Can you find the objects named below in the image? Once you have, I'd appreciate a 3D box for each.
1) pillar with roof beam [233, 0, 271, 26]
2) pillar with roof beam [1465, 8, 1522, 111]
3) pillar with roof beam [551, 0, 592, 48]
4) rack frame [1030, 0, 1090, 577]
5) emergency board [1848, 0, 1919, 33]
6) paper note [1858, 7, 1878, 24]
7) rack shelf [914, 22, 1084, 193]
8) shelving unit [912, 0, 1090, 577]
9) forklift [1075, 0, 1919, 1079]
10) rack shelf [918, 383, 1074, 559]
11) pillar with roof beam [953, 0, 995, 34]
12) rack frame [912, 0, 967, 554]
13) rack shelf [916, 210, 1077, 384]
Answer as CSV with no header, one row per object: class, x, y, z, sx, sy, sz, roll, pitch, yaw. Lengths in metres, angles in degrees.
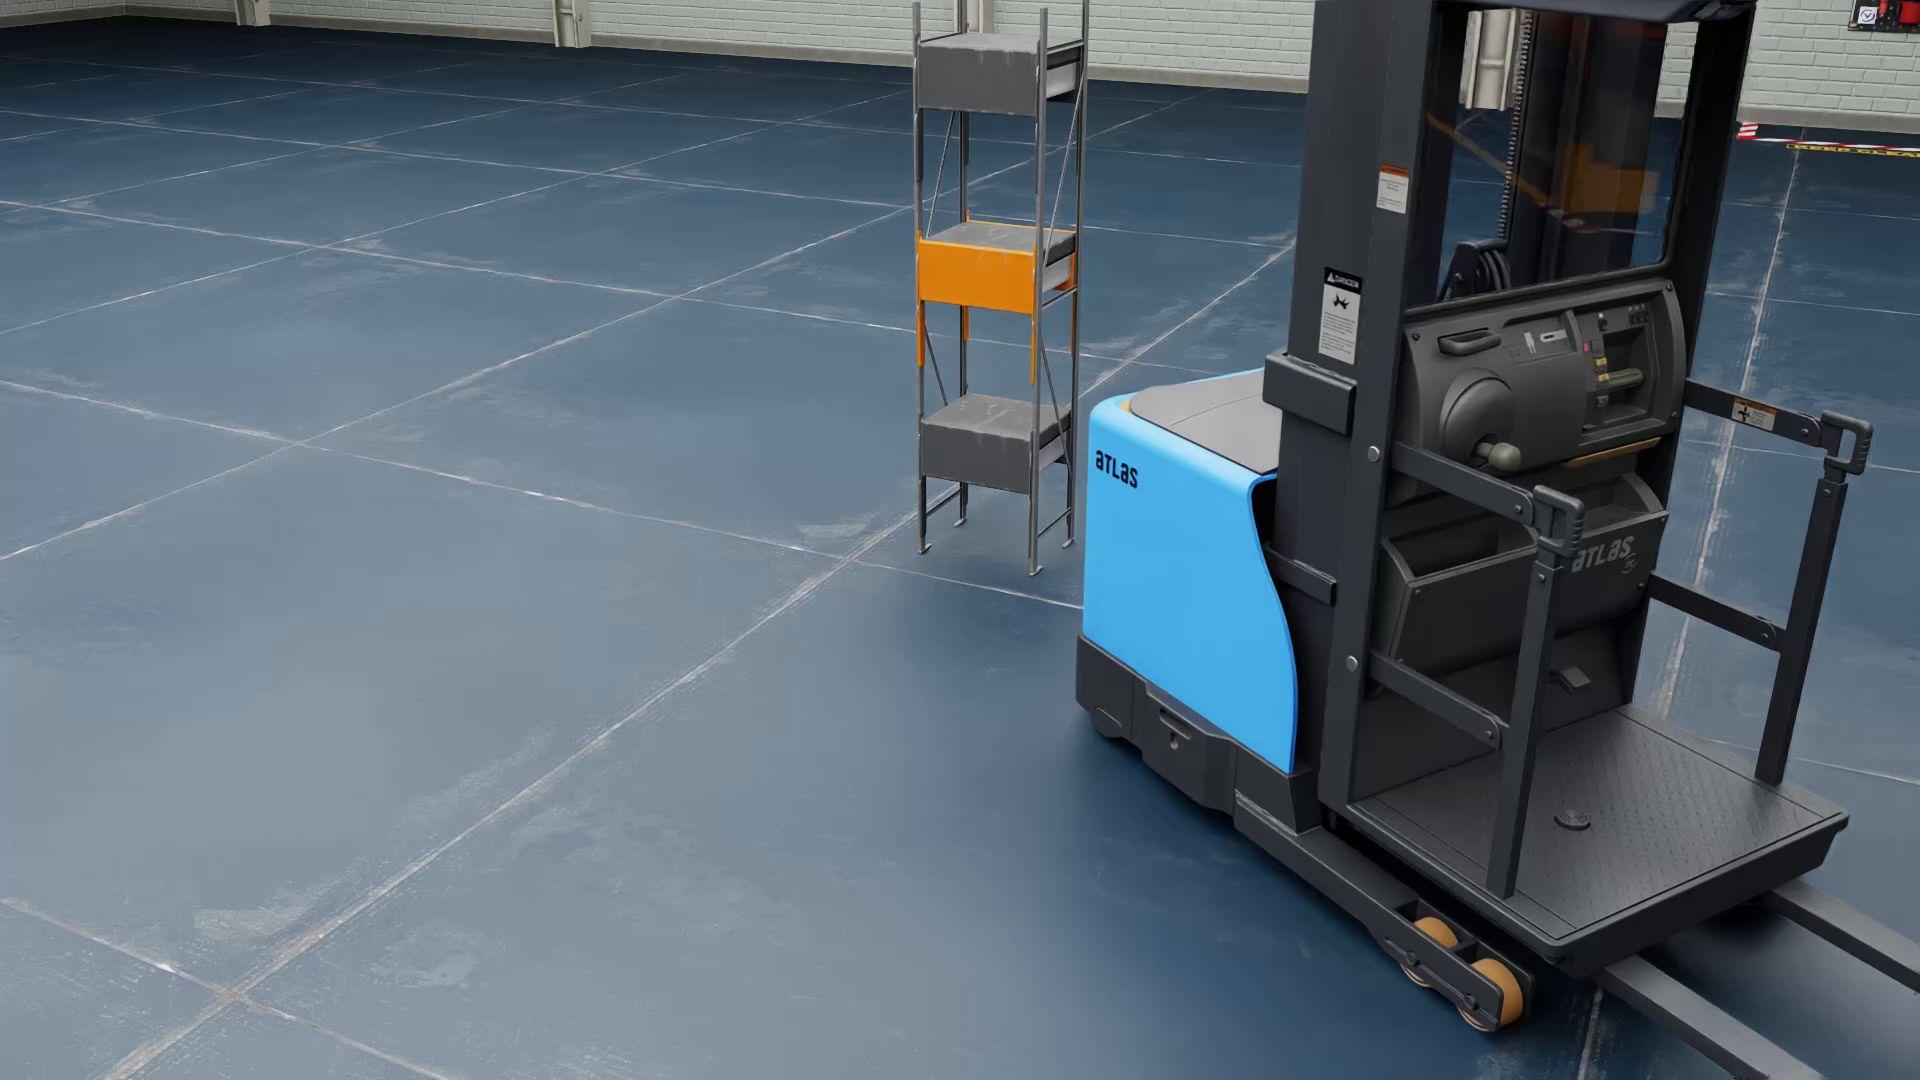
pillar with roof beam,-12.488,-10.343,19.572,0.400,9.000,9.100,11,25,25
pillar with roof beam,3.575,-7.164,12.098,0.400,9.000,9.100,11,25,25
pillar with roof beam,-7.134,-9.283,17.081,0.400,9.000,9.100,11,25,25
rack frame,0.365,-0.894,6.169,0.015,2.100,0.400,11,25,25
emergency board,8.684,-5.297,15.374,0.643,1.169,0.194,11,25,25
paper note,8.557,-4.947,15.676,0.142,0.148,0.016,11,25,25
rack shelf,0.148,-1.569,6.002,0.480,0.518,0.431,11,25,25
shelving unit,0.148,-0.937,6.270,0.503,2.100,0.431,11,25,25
forklift,1.553,-0.380,3.898,1.130,2.935,3.031,-13,26,-28
rack shelf,0.148,-0.280,6.550,0.480,0.518,0.431,11,25,25
pillar with roof beam,-1.779,-8.224,14.589,0.400,9.000,9.100,11,25,25
rack frame,-0.070,-0.980,6.372,0.015,2.100,0.400,11,25,25
rack shelf,0.148,-0.924,6.276,0.480,0.518,0.431,11,25,25
